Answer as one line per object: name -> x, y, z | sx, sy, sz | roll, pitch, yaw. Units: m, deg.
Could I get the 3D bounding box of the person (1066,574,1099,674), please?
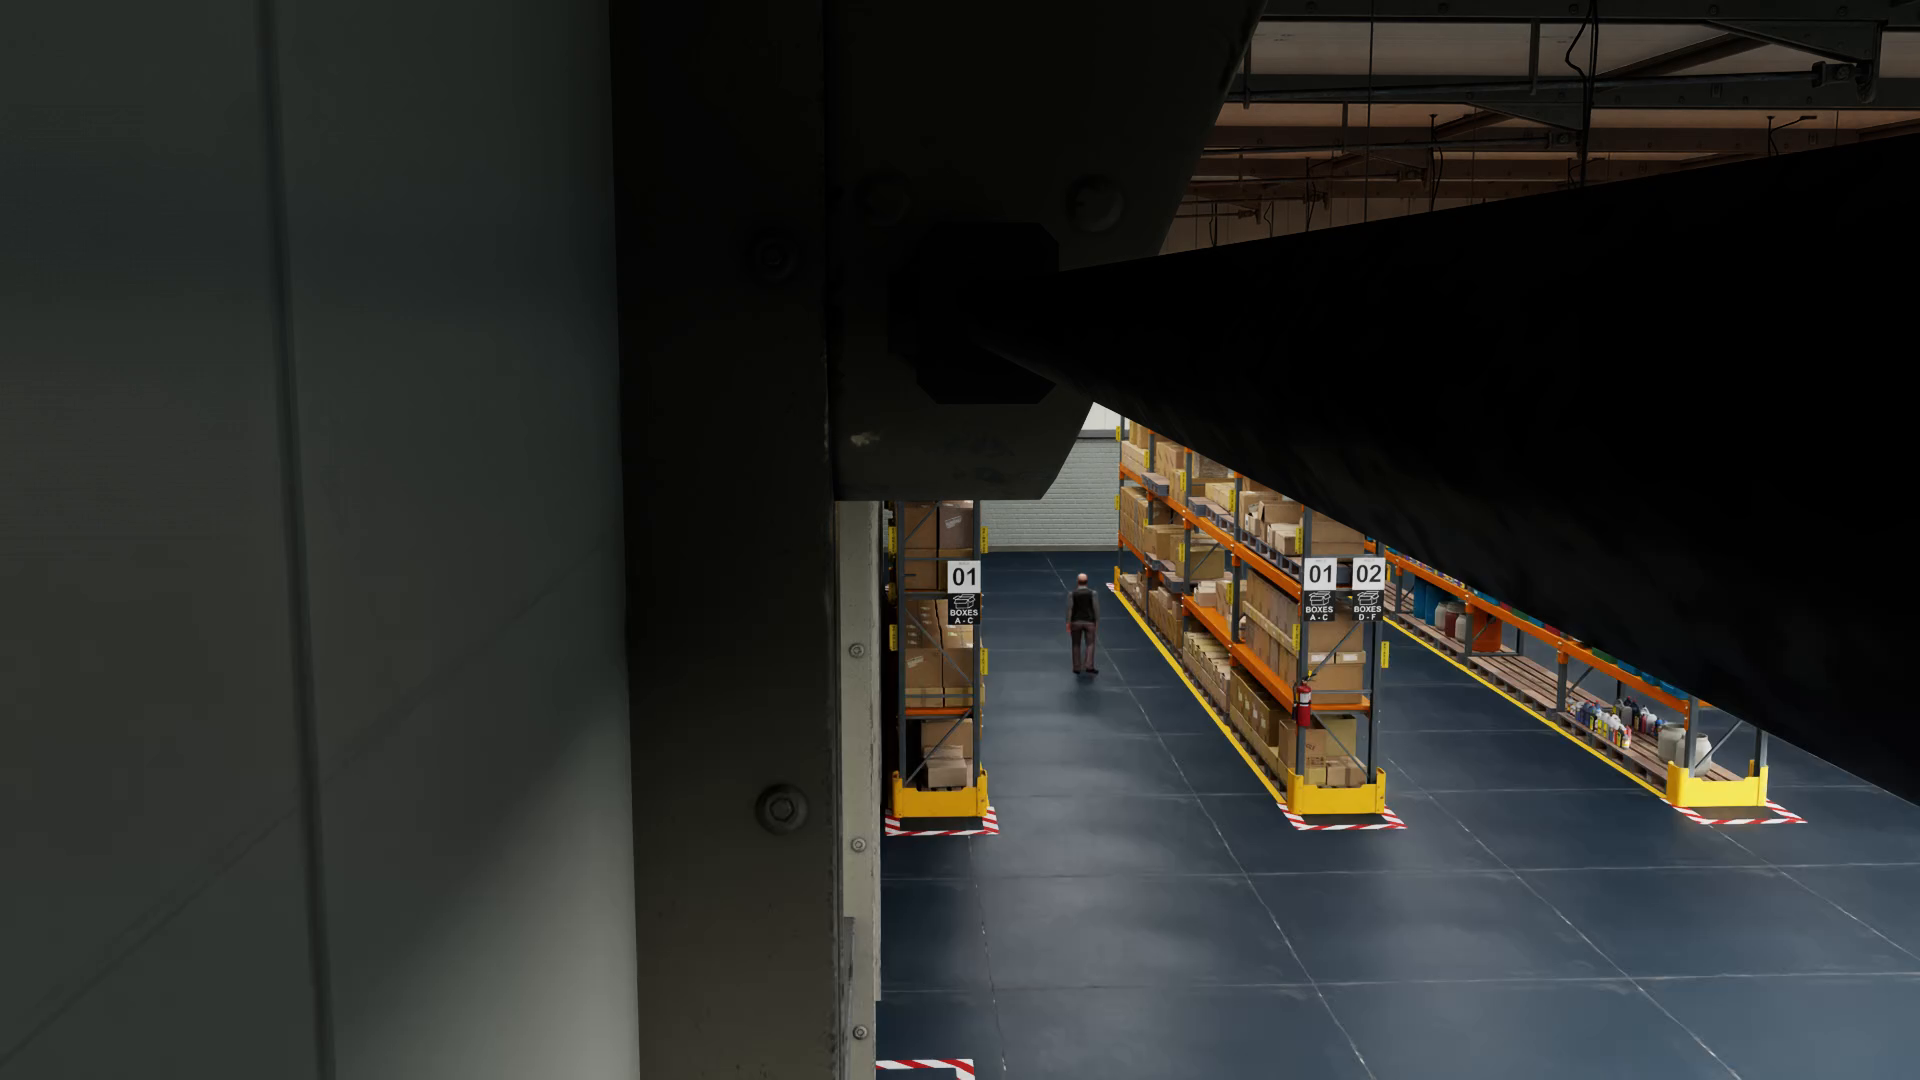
person -> 2.074, 1.433, 28.188 | 0.558, 1.722, 0.556 | 1, 8, 4

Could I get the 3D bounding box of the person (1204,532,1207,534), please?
person -> 5.737, -0.085, 38.425 | 0.687, 1.782, 0.613 | 3, 9, 17
